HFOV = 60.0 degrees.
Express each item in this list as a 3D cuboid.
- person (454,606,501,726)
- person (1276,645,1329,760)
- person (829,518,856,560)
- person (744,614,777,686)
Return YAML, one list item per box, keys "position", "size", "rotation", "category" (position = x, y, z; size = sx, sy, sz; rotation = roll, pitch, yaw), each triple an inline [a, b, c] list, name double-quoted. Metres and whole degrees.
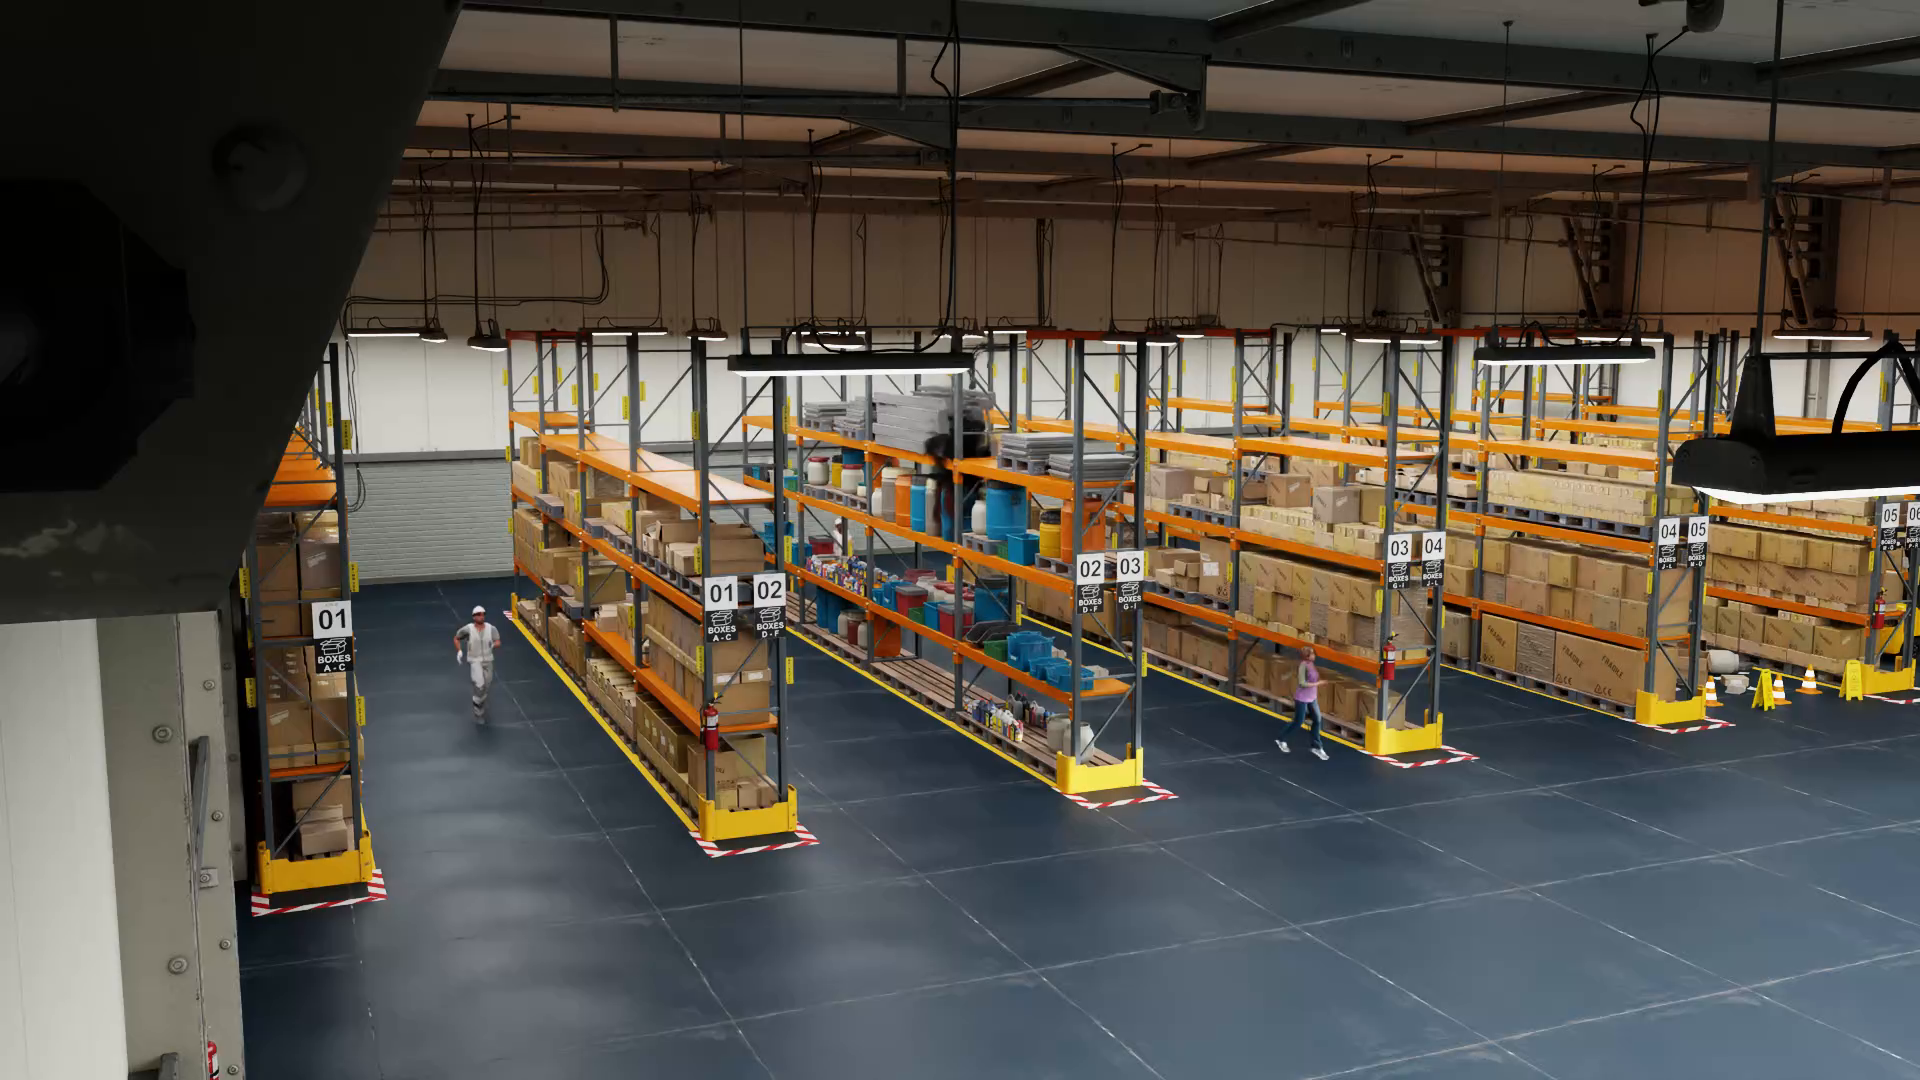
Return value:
- position: [-7.456, 1.941, 25.834]
  size: [0.648, 1.847, 0.773]
  rotation: [-6, 10, -36]
  category: "person"
- position: [4.899, 2.303, 23.749]
  size: [0.778, 1.631, 0.565]
  rotation: [5, 10, 35]
  category: "person"
- position: [-2.604, 0.391, 37.249]
  size: [0.829, 1.785, 0.735]
  rotation: [7, 10, 41]
  category: "person"
- position: [-3.358, 1.612, 28.567]
  size: [0.553, 1.660, 0.907]
  rotation: [-5, 10, -35]
  category: "person"
